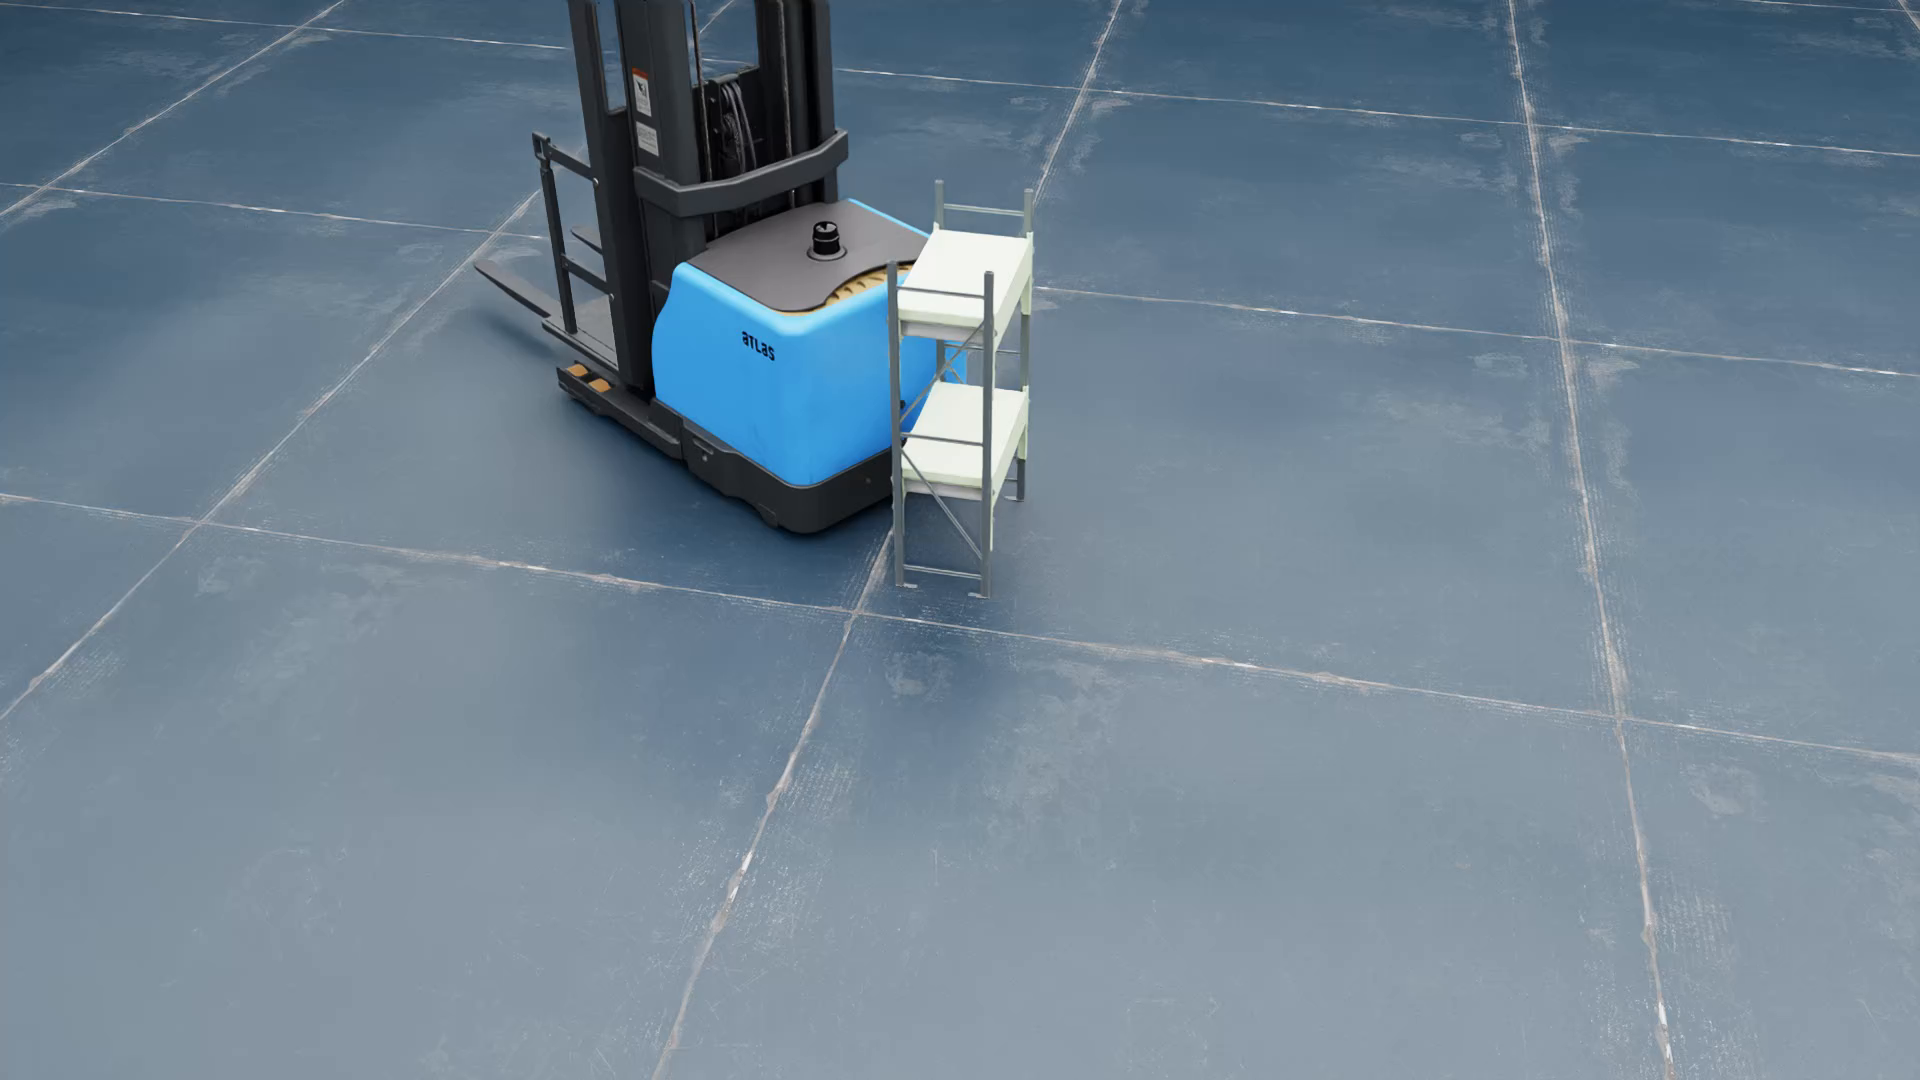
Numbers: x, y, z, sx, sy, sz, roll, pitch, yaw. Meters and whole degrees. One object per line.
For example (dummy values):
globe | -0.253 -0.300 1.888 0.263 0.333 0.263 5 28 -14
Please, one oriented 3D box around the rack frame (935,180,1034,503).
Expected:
rack frame | 0.097 -0.808 7.087 0.400 1.500 0.023 8 37 11

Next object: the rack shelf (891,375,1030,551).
rack shelf | 0.012 -0.335 6.990 0.431 0.370 0.720 8 37 11

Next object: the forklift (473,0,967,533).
forklift | -1.333 -1.986 7.493 1.130 2.935 3.031 -29 45 -34

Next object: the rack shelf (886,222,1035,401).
rack shelf | 0.012 -0.915 6.570 0.431 0.370 0.720 8 37 11

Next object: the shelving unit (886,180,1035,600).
shelving unit | 0.012 -0.599 6.799 0.431 1.500 0.755 8 37 11

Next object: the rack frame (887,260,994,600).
rack frame | -0.072 -0.390 6.510 0.400 1.500 0.023 8 37 11
